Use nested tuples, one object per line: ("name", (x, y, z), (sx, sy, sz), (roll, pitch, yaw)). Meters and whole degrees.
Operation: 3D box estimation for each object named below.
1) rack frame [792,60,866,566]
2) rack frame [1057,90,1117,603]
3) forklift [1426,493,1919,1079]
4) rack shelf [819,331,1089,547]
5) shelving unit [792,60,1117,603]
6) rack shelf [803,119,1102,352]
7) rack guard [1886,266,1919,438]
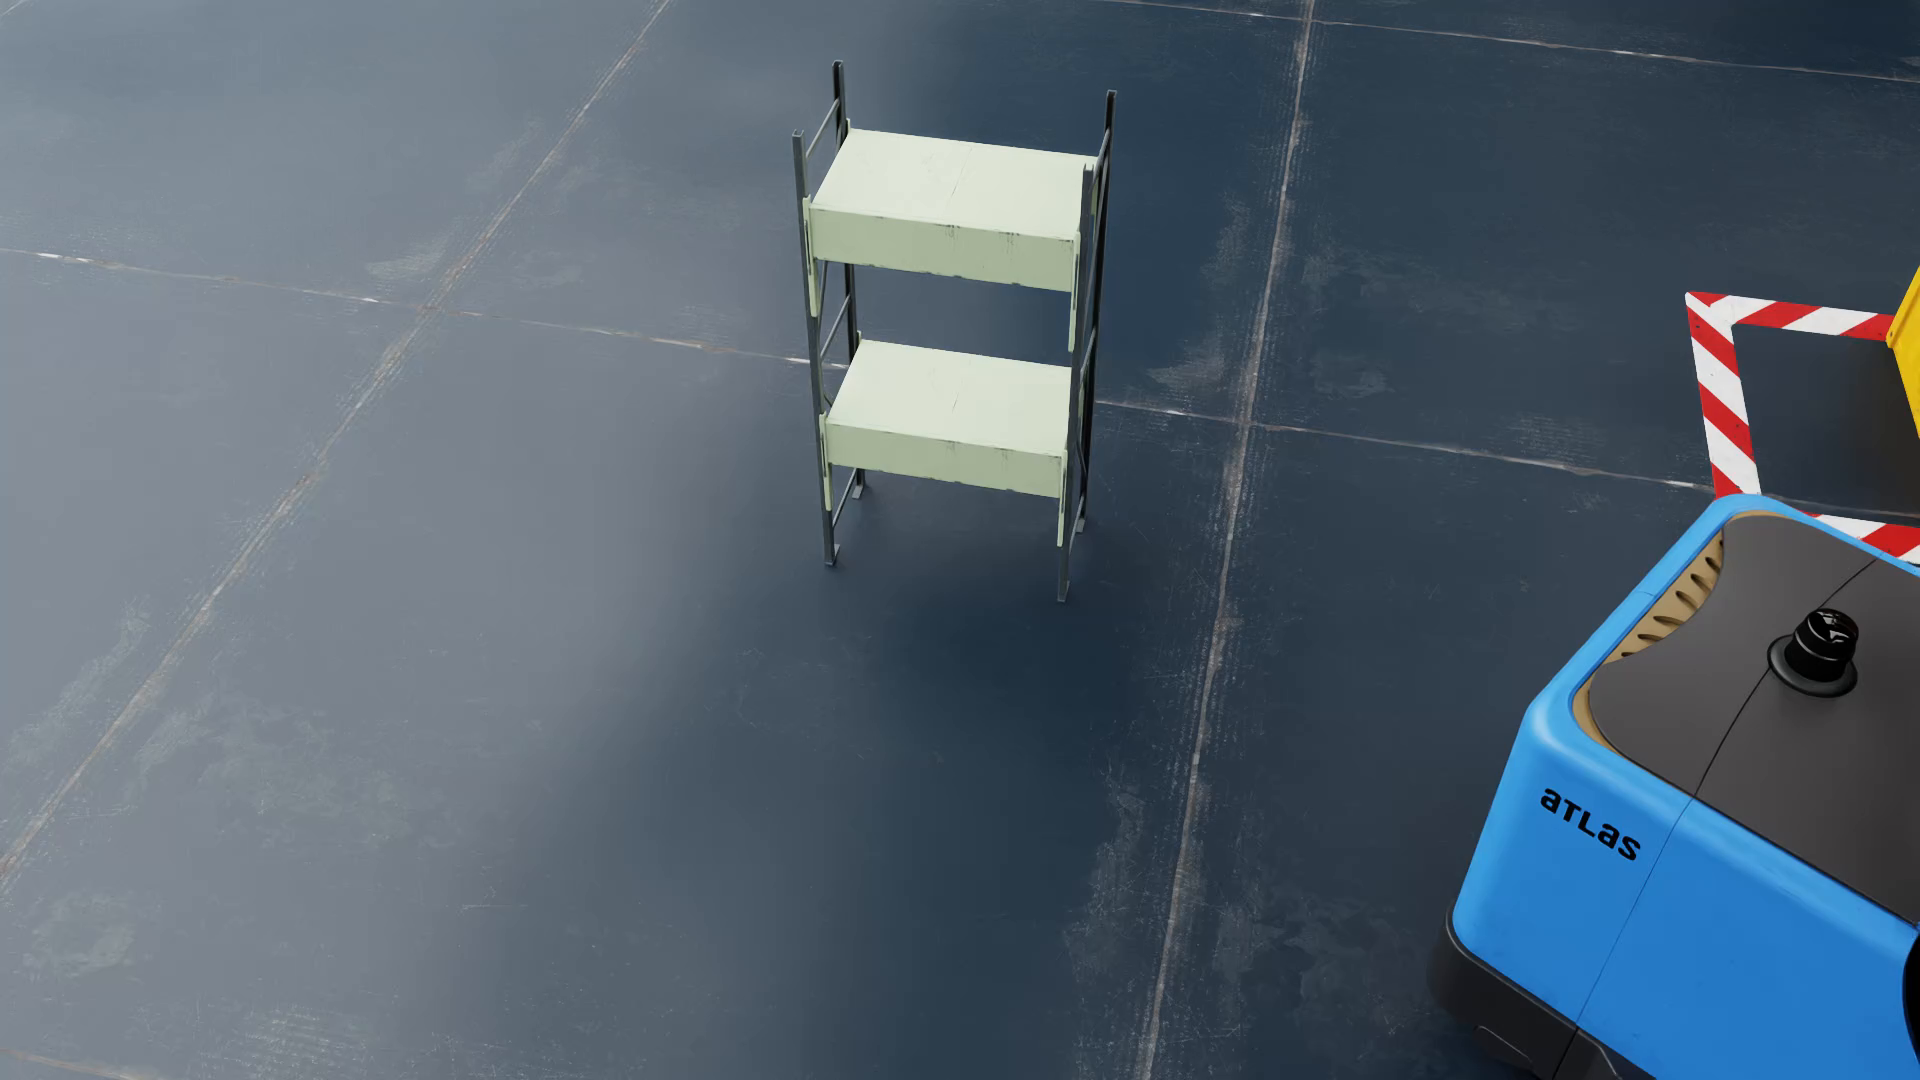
("rack frame", (-0.364, -0.597, 4.789), (0.023, 1.500, 0.400), (9, 45, 9))
("rack frame", (0.351, -0.486, 4.673), (0.023, 1.500, 0.400), (9, 45, 9))
("forklift", (2.549, 0.528, 2.588), (3.031, 2.935, 1.130), (33, 53, 30))
("rack shelf", (-0.007, -0.306, 4.957), (0.720, 0.370, 0.431), (9, 45, 9))
("shelving unit", (-0.007, -0.541, 4.731), (0.755, 1.500, 0.431), (9, 45, 9))
("rack shelf", (-0.007, -0.823, 4.460), (0.720, 0.370, 0.431), (9, 45, 9))
("rack guard", (3.400, -0.531, 5.441), (0.348, 0.500, 1.175), (9, 45, 9))
